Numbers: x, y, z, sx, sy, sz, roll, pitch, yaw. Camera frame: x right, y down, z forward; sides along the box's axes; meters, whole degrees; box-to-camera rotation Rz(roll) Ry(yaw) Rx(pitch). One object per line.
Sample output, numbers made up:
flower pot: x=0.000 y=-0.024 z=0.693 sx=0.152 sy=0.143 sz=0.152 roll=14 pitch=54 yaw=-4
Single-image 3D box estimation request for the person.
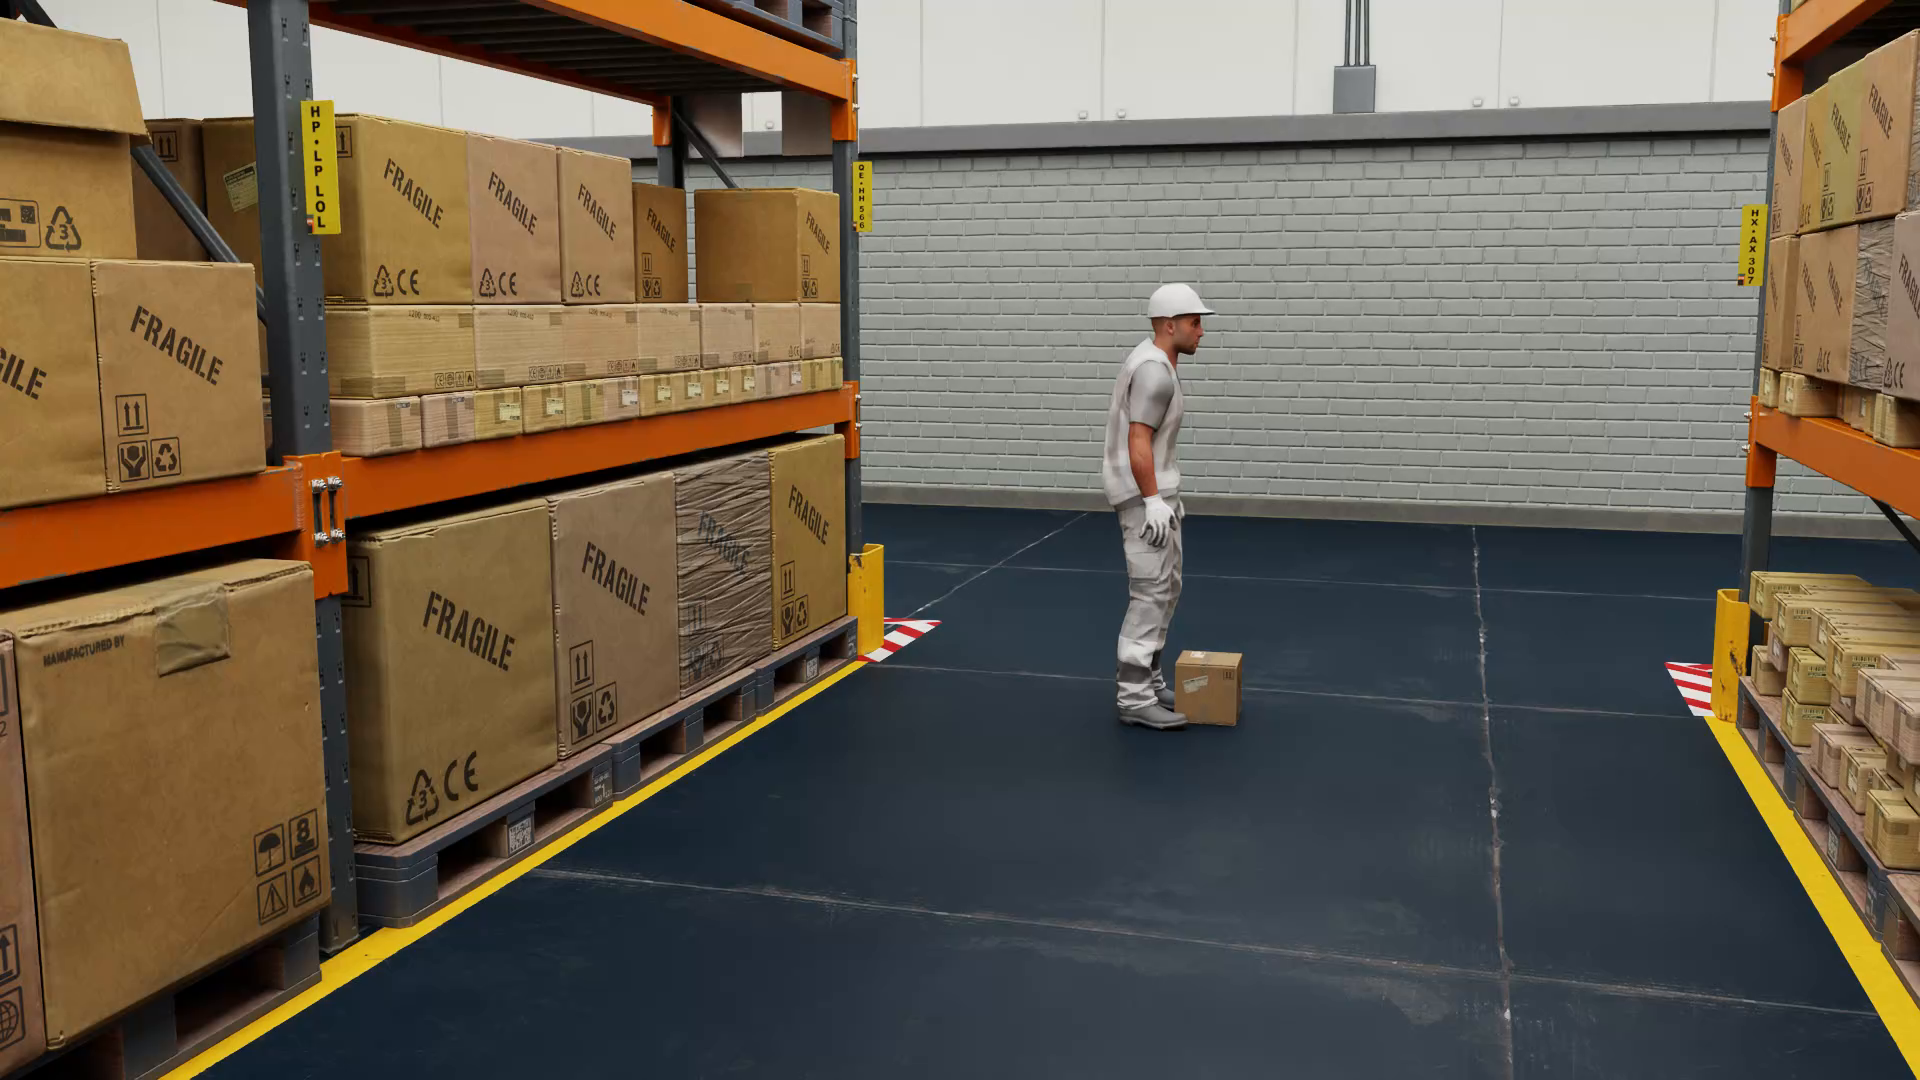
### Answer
person: x=0.813 y=-0.154 z=6.841 sx=0.446 sy=1.780 sz=0.620 roll=2 pitch=8 yaw=13
